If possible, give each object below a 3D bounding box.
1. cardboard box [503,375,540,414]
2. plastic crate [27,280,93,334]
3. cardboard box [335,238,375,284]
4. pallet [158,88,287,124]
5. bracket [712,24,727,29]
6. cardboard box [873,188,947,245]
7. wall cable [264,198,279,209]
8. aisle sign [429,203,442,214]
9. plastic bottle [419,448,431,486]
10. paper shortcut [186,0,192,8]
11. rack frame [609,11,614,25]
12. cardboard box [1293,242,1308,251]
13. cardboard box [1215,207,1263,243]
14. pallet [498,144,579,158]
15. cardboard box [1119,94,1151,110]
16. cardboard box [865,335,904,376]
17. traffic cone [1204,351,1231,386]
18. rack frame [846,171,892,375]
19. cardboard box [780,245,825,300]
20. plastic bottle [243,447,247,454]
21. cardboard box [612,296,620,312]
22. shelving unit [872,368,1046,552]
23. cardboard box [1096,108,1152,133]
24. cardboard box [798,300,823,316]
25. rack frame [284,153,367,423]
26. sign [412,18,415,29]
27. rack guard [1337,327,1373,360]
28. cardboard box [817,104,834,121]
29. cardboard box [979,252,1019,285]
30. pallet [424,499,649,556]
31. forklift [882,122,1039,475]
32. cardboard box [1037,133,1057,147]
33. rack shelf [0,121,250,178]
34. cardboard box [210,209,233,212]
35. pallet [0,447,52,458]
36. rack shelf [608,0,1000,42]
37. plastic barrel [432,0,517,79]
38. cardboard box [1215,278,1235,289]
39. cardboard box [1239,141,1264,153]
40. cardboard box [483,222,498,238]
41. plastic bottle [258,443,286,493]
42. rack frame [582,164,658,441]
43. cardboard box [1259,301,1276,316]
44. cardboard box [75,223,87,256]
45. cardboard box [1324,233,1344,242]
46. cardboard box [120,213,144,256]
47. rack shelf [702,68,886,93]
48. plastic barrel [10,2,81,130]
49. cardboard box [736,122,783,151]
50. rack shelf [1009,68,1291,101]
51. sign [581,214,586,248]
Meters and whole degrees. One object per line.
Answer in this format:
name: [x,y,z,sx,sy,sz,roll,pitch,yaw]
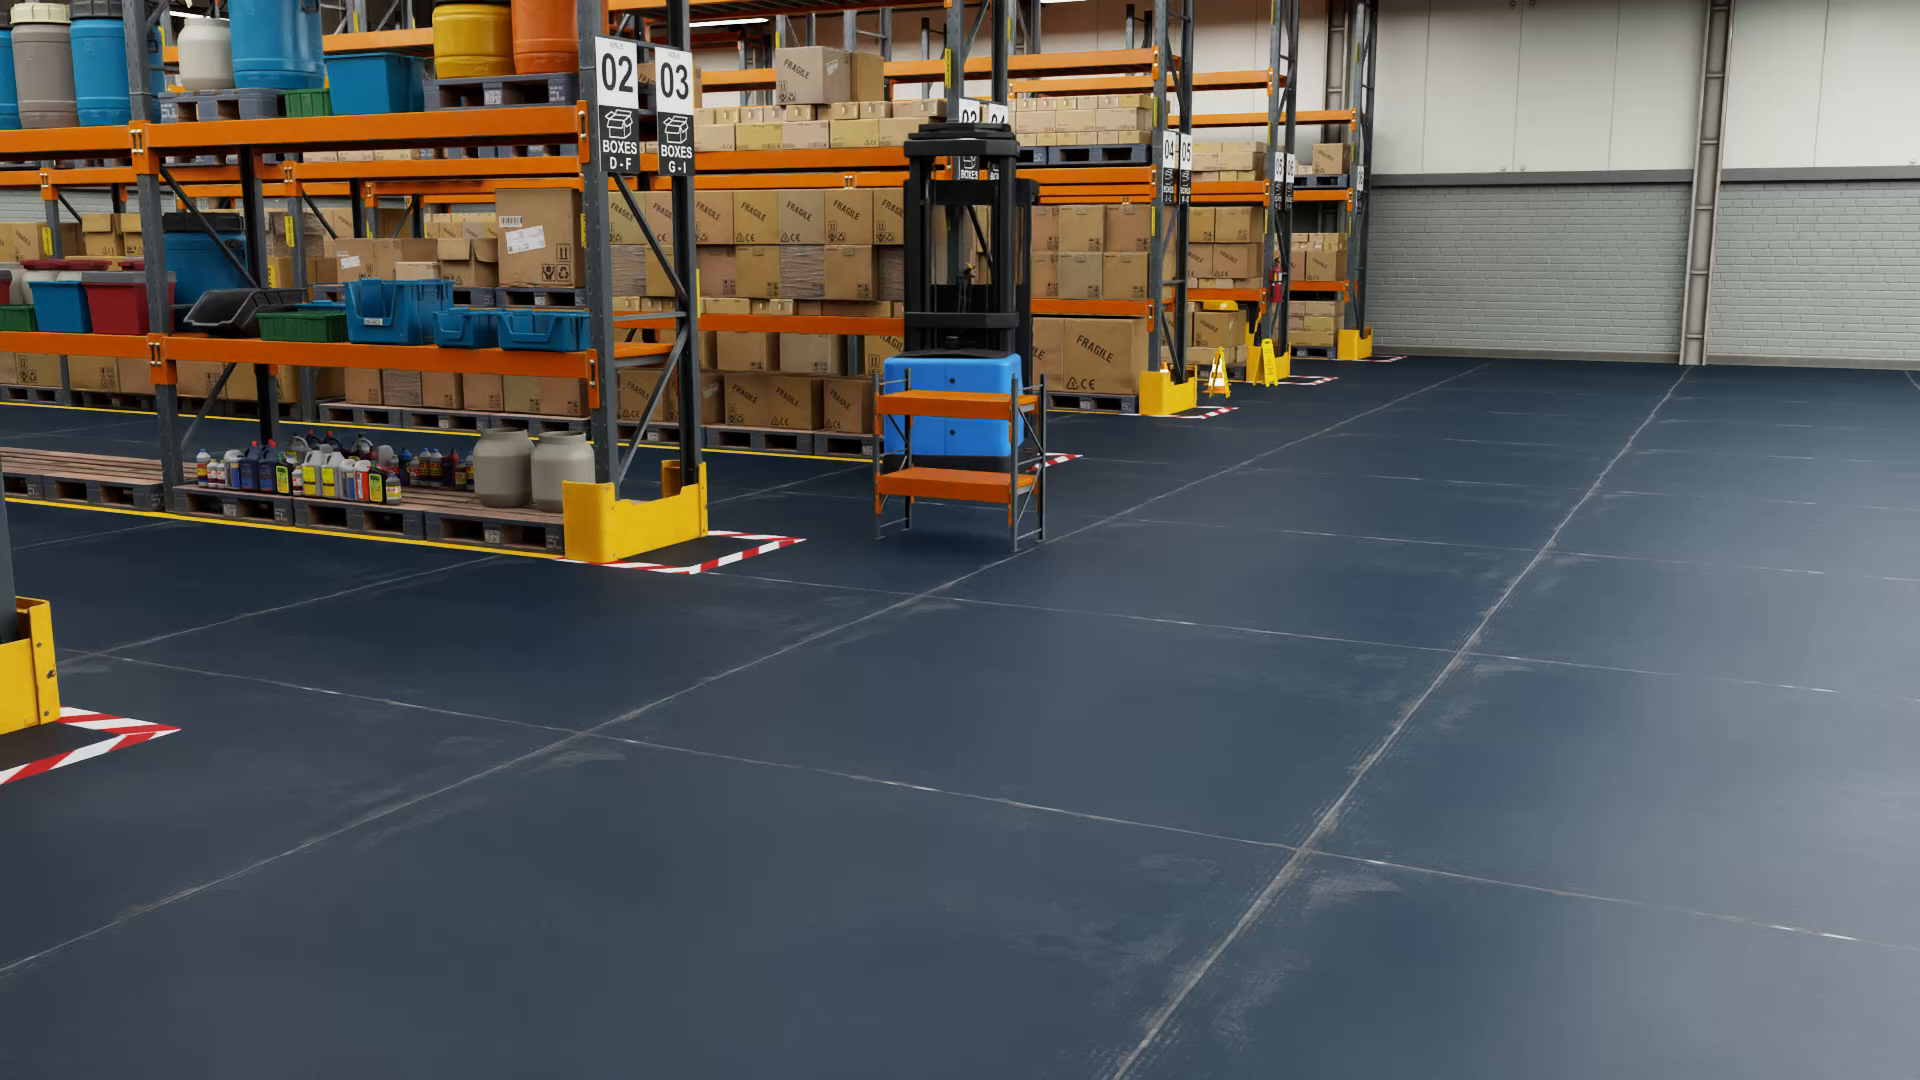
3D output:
cardboard box: [-4.388,-1.621,17.547,0.500,0.500,0.700,5,11,25]
plastic crate: [-6.746,-1.780,12.689,0.575,0.384,0.392,5,11,26]
cardboard box: [-6.512,-3.077,18.348,0.500,0.500,0.500,4,11,19]
pallet: [-4.929,-3.093,12.004,1.003,0.211,1.213,5,11,26]
bracket: [-4.779,-10.446,33.574,0.430,0.232,0.235,5,11,26]
cardboard box: [-0.443,-2.918,15.008,0.500,0.500,0.500,5,11,26]
wall cable: [-14.254,-6.238,34.423,0.122,1.984,0.588,5,11,26]
aisle sign: [-9.731,-6.405,30.896,0.004,0.787,0.394,5,11,26]
plastic bottle: [-3.917,-0.537,12.202,0.097,0.271,0.097,0,10,0]
paper shortcut: [-8.431,-5.898,18.159,0.078,0.170,0.009,-29,-13,22]
rack frame: [-6.217,-7.707,28.547,0.127,3.000,1.000,5,11,26]
cardboard box: [5.855,-4.999,28.327,0.250,0.149,0.380,5,12,27]
cardboard box: [3.990,-4.502,23.762,0.500,0.500,0.700,5,11,24]
pallet: [-3.934,-3.991,16.965,1.003,0.211,1.213,5,11,26]
cardboard box: [1.993,-4.984,18.929,0.250,0.149,0.380,5,11,26]
cardboard box: [-0.609,-2.427,21.002,0.875,0.875,0.875,5,11,27]
traffic cone: [3.588,-2.389,23.131,0.334,0.463,0.336,5,11,26]
rack frame: [-1.142,-3.326,21.186,0.127,3.000,1.000,5,11,26]
cardboard box: [-1.252,-2.537,15.707,0.500,0.500,0.875,5,11,26]
plastic bottle: [-5.178,-0.532,12.137,0.133,0.283,0.061,5,11,26]
cardboard box: [-3.368,-2.353,16.516,0.250,0.149,0.380,5,11,26]
shelving unit: [-0.006,-0.554,11.133,1.048,1.125,0.538,5,11,26]
cardboard box: [1.883,-4.809,19.084,0.500,0.250,0.500,5,11,27]
cardboard box: [-1.315,-2.189,15.605,0.250,0.149,0.380,5,11,26]
rack frame: [-7.014,-2.857,18.594,0.127,3.000,1.000,5,11,26]
sign: [-8.076,-7.535,24.530,0.005,0.325,0.100,5,11,26]
rack guard: [6.759,-3.371,28.450,0.348,0.500,1.175,5,11,26]
cardboard box: [-1.105,-3.896,15.213,0.250,0.149,0.380,5,11,26]
cardboard box: [0.649,-3.246,20.322,0.500,0.550,0.875,5,11,26]
pallet: [-2.847,-0.127,11.339,1.213,0.211,1.003,5,11,26]
forklift: [0.098,-2.069,14.430,1.130,2.935,3.031,1,10,8]
cardboard box: [1.084,-4.672,19.442,0.250,0.149,0.380,5,11,25]
rack shelf: [-7.412,-3.031,13.150,4.000,0.370,1.077,5,11,26]
cardboard box: [-11.163,-4.843,25.642,0.500,0.500,0.500,5,12,27]
pallet: [-8.528,-0.627,14.101,1.213,0.211,1.003,5,11,26]
rack shelf: [-1.634,-4.981,15.512,4.000,0.370,1.077,5,11,26]
plastic barrel: [-3.110,-3.281,10.804,0.600,0.588,0.600,0,10,0]
cardboard box: [3.838,-3.683,23.865,0.250,0.149,0.380,5,11,25]
cardboard box: [4.111,-5.534,23.427,0.250,0.149,0.380,5,11,26]
cardboard box: [-8.120,-5.410,29.612,0.500,0.500,0.500,5,11,26]
plastic bottle: [-4.909,-0.519,11.879,0.185,0.351,0.144,4,11,23]
rack frame: [-3.427,-2.542,16.853,0.127,3.000,1.000,5,11,26]
cardboard box: [5.269,-4.012,28.710,0.500,0.250,0.500,5,11,27]
cardboard box: [-10.918,-3.693,20.690,0.500,0.500,0.500,5,11,26]
cardboard box: [6.323,-5.112,28.115,0.250,0.149,0.380,5,11,26]
cardboard box: [-9.415,-3.610,19.658,0.637,0.503,0.797,5,11,26]
rack shelf: [-2.936,-5.885,21.622,4.000,0.370,1.077,5,11,26]
plastic barrel: [-6.757,-3.531,12.485,0.600,0.901,0.600,0,10,0]
cardboard box: [-1.743,-3.746,15.503,0.500,0.250,0.500,5,11,25]
rack shelf: [2.751,-6.564,24.257,4.000,0.370,1.077,5,11,26]
sign: [-3.670,-3.023,16.258,0.005,0.325,0.100,5,11,26]
